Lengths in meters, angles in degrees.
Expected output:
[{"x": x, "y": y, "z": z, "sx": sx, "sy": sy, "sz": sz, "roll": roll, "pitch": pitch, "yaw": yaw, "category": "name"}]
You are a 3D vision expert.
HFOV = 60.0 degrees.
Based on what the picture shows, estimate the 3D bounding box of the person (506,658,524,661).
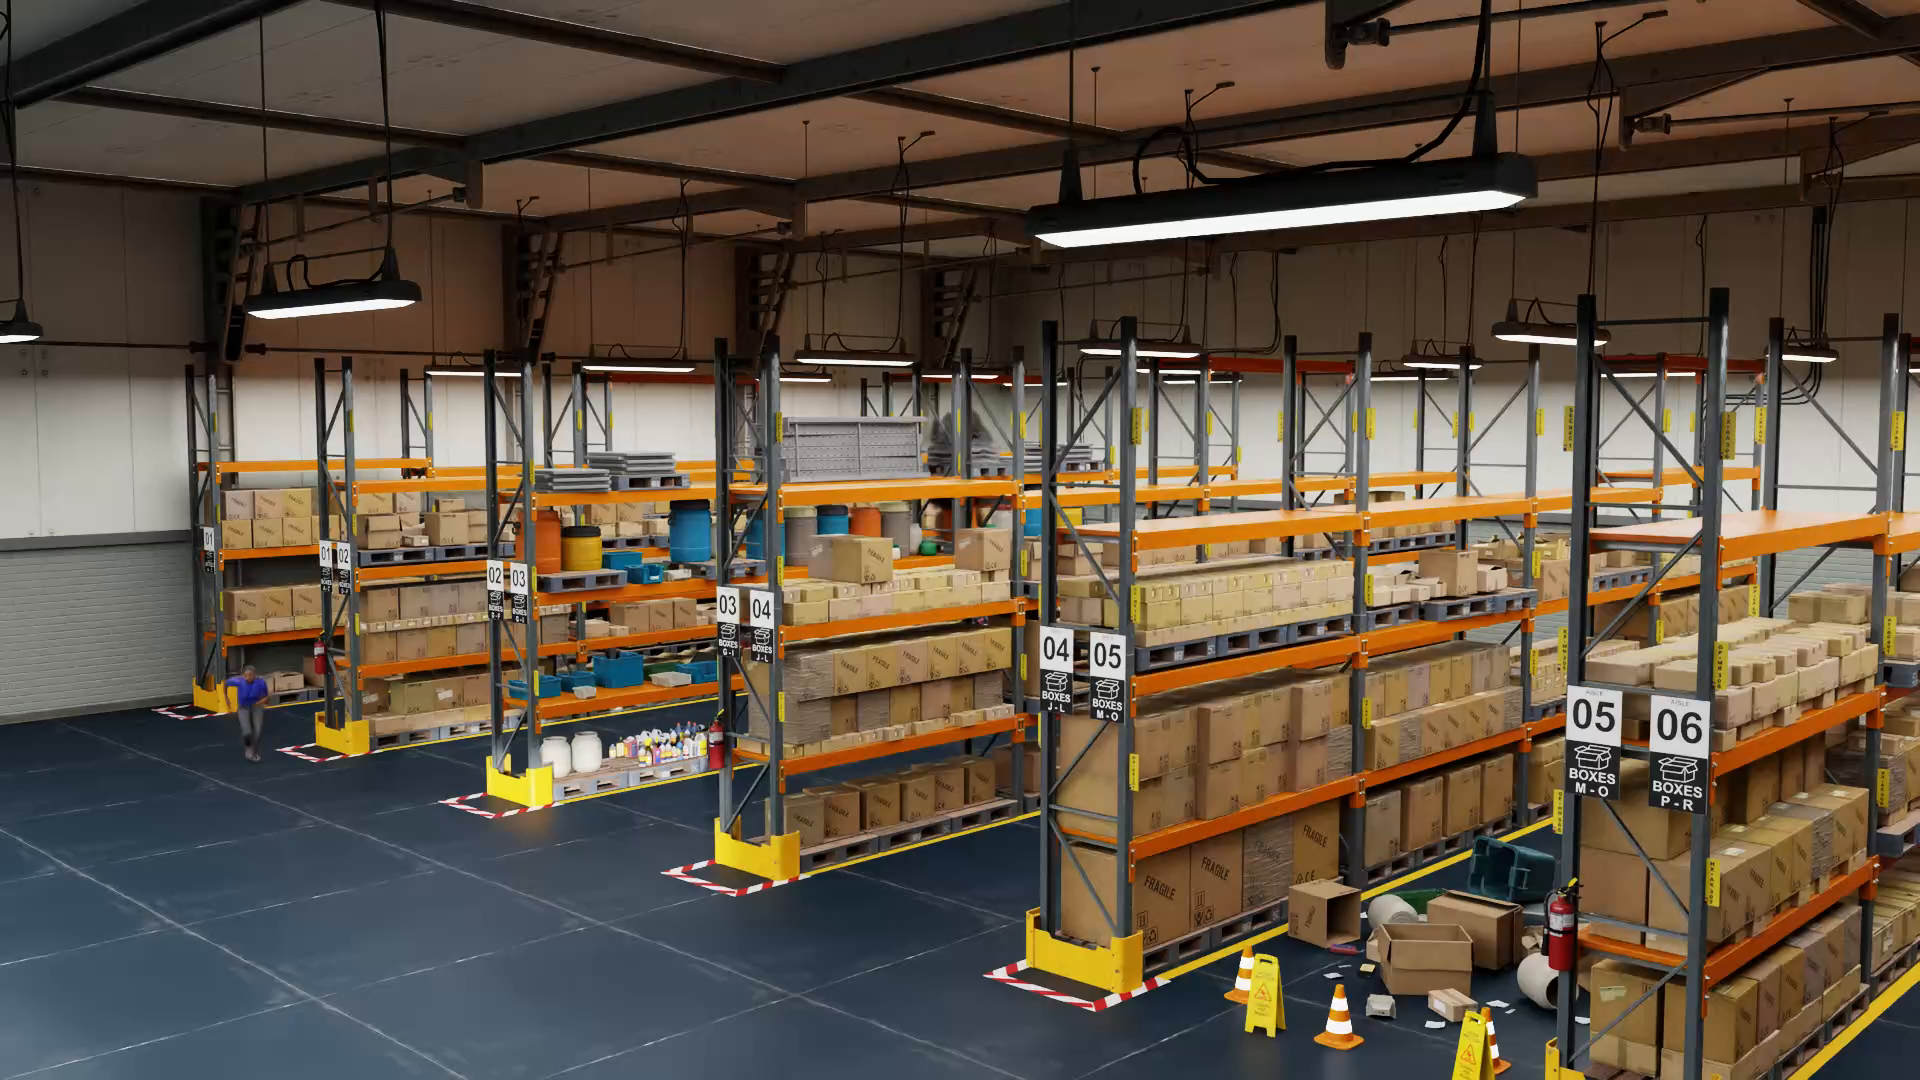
[{"x": -8.105, "y": 2.015, "z": 30.163, "sx": 0.566, "sy": 1.641, "sz": 0.859, "roll": 3, "pitch": 5, "yaw": 33, "category": "person"}]

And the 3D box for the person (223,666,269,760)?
[{"x": -10.471, "y": 2.557, "z": 24.411, "sx": 0.610, "sy": 1.473, "sz": 0.872, "roll": -2, "pitch": 5, "yaw": -23, "category": "person"}]
